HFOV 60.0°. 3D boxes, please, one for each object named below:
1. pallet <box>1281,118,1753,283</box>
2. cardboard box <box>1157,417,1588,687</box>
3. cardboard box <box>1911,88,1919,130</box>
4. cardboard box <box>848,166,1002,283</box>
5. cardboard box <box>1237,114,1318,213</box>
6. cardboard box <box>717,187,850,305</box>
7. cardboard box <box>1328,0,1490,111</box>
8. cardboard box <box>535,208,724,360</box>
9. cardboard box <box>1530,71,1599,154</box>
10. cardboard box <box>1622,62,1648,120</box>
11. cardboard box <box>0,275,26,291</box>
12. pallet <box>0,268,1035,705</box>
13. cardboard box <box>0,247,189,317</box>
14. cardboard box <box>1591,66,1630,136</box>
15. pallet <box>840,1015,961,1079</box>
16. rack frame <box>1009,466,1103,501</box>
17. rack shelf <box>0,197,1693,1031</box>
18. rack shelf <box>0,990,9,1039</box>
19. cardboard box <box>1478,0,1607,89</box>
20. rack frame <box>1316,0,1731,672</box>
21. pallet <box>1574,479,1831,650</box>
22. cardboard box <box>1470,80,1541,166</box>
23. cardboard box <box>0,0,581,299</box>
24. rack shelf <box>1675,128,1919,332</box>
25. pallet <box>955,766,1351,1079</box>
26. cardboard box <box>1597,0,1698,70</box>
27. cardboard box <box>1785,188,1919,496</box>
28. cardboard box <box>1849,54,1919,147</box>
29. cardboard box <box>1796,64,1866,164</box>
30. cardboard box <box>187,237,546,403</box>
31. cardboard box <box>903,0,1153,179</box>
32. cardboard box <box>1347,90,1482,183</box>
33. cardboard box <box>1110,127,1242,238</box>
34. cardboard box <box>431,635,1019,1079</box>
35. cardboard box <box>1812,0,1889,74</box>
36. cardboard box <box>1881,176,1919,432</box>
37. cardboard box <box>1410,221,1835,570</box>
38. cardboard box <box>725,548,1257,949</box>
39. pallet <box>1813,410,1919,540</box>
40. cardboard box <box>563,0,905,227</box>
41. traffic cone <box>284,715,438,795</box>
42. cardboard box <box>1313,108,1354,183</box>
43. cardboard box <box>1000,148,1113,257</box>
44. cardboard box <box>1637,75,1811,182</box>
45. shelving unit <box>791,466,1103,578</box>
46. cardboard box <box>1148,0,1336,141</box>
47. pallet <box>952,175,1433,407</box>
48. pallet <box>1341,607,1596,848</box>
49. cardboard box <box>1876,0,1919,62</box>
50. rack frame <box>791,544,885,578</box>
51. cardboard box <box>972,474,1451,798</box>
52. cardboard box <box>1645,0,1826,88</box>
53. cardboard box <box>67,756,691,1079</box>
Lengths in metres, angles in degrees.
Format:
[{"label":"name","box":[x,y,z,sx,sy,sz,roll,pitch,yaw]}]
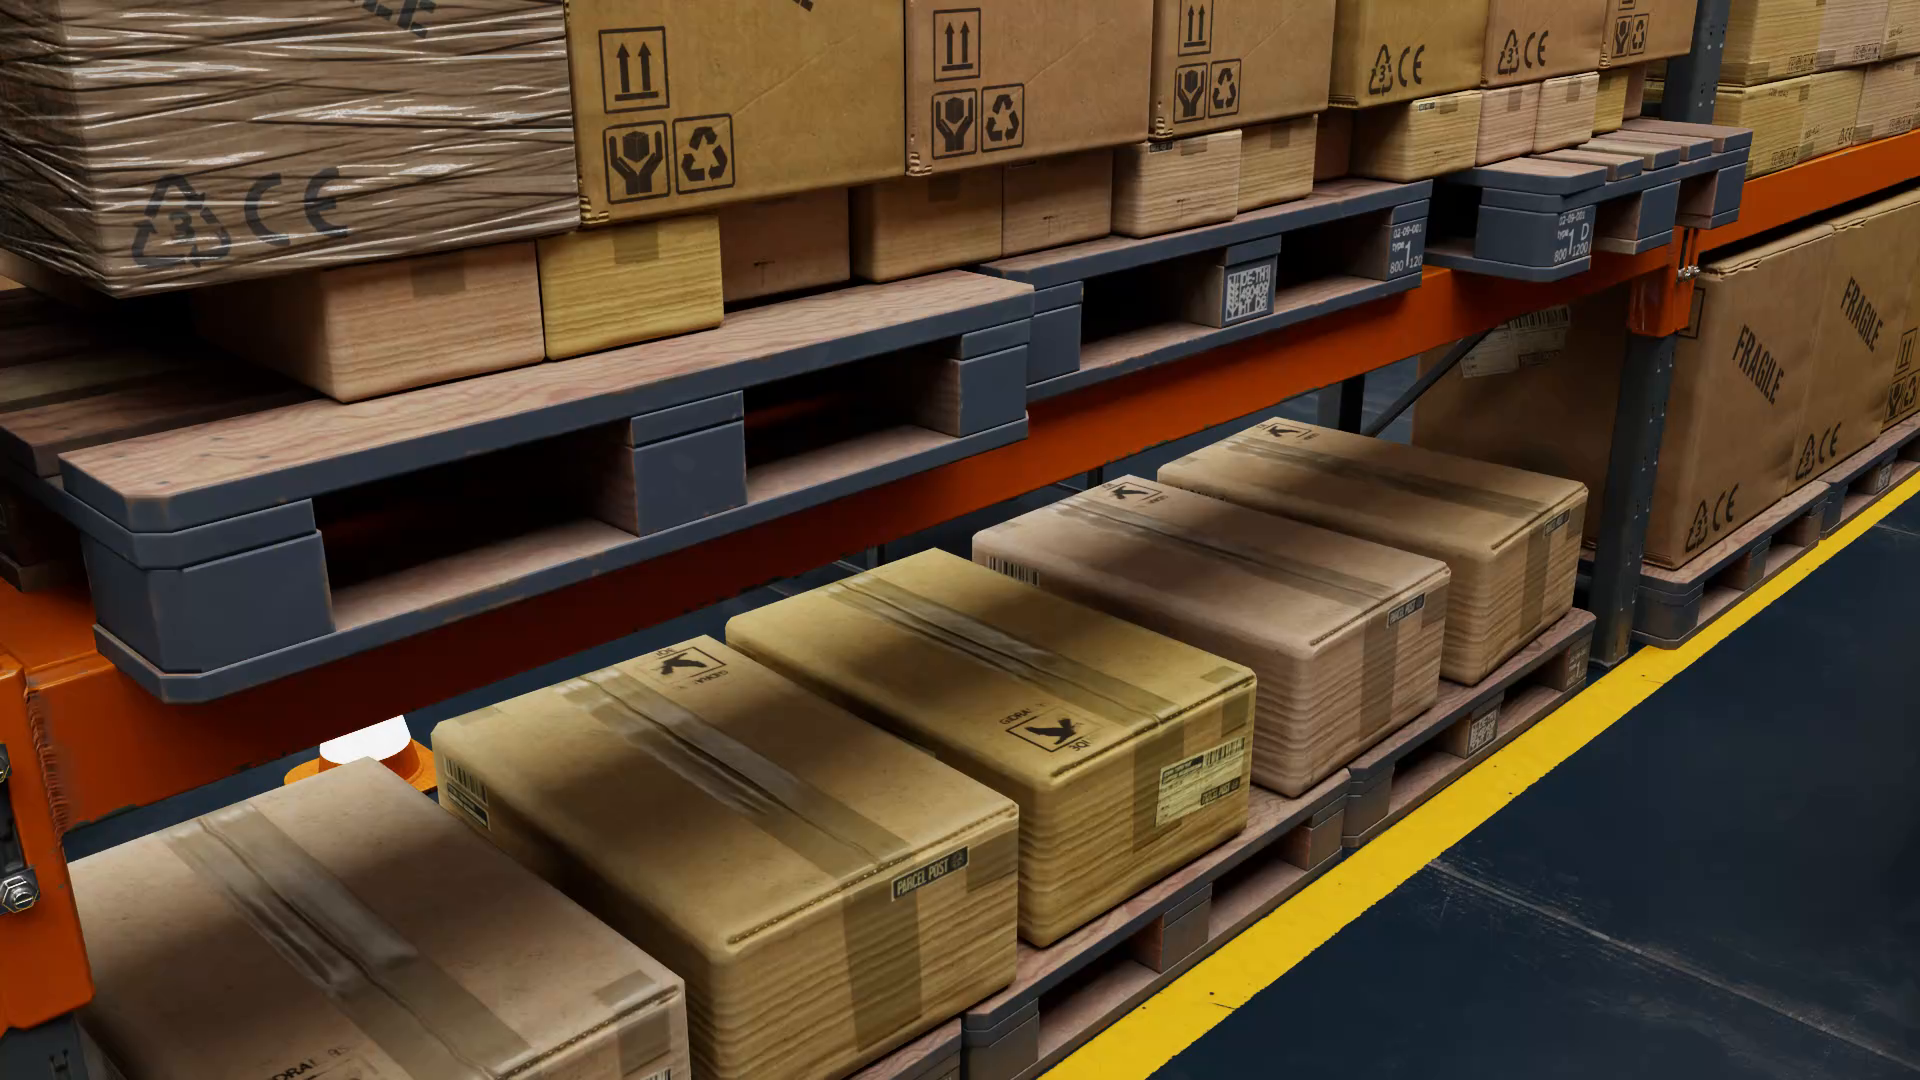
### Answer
[{"label":"pallet","box":[1.068,-0.876,3.941,1.213,0.211,1.003,19,28,41]},{"label":"cardboard box","box":[1.087,-0.002,4.477,0.950,0.372,0.625,17,27,37]},{"label":"cardboard box","box":[3.068,-1.566,5.677,0.500,0.250,0.500,19,28,41]},{"label":"cardboard box","box":[-0.157,-0.499,2.456,0.250,0.149,0.380,-20,28,-41]},{"label":"cardboard box","box":[0.404,-0.693,2.962,0.380,0.149,0.250,18,27,39]},{"label":"cardboard box","box":[-0.366,-0.443,2.312,0.250,0.149,0.380,-18,27,-39]},{"label":"cardboard box","box":[0.667,-1.105,3.130,0.500,0.500,0.500,17,27,37]},{"label":"cardboard box","box":[-0.509,-0.351,2.072,0.250,0.149,0.380,-19,28,-41]},{"label":"cardboard box","box":[1.150,-0.948,3.626,0.380,0.149,0.250,19,28,40]},{"label":"cardboard box","box":[1.428,-1.111,4.050,0.250,0.149,0.380,-19,28,-40]},{"label":"cardboard box","box":[-3.875,-0.935,6.378,1.050,0.750,0.750,19,28,41]},{"label":"pallet","box":[-0.664,-0.218,2.228,1.003,0.211,1.213,19,28,41]},{"label":"cardboard box","box":[-1.141,-0.428,2.271,0.250,0.149,0.380,-20,28,-41]},{"label":"cardboard box","box":[1.293,-1.024,3.823,0.250,0.149,0.380,-20,28,-41]},{"label":"pallet","box":[-0.760,0.954,2.799,1.003,0.211,1.213,19,28,41]},{"label":"rack frame","box":[0.295,-0.809,5.588,0.500,1.500,0.032,19,28,41]},{"label":"rack shelf","box":[0.093,-0.326,3.244,1.077,0.370,4.000,19,28,41]},{"label":"rack shelf","box":[-2.697,0.702,0.569,1.077,0.370,4.000,19,28,41]},{"label":"cardboard box","box":[1.018,-1.235,3.468,0.500,0.500,0.500,19,28,40]},{"label":"rack frame","box":[1.489,-1.176,4.453,1.000,3.000,0.127,19,28,41]},{"label":"pallet","box":[2.093,-0.058,5.431,1.003,0.211,1.213,19,28,41]},{"label":"cardboard box","box":[0.968,-0.886,3.463,0.380,0.149,0.250,18,27,38]},{"label":"cardboard box","box":[-0.769,-0.578,1.758,0.500,0.500,0.500,-19,28,-41]},{"label":"rack shelf","box":[2.884,-1.354,5.919,1.077,0.370,4.000,19,28,41]},{"label":"pallet","box":[0.091,0.638,3.619,1.003,0.211,1.213,19,28,41]},{"label":"cardboard box","box":[1.371,-1.371,3.821,0.500,0.500,0.500,18,28,39]},{"label":"cardboard box","box":[2.655,-0.765,5.760,0.875,0.875,0.875,20,29,41]},{"label":"cardboard box","box":[2.726,-1.438,5.345,0.500,0.250,0.500,-19,28,-40]},{"label":"cardboard box","box":[2.356,-1.305,4.998,0.500,0.250,0.500,18,28,39]},{"label":"cardboard box","box":[-0.690,-0.289,1.911,0.250,0.149,0.380,-20,28,-41]},{"label":"cardboard box","box":[-0.066,-0.830,2.415,0.500,0.500,0.500,19,28,40]},{"label":"cardboard box","box":[0.786,-0.811,3.269,0.250,0.149,0.380,-20,28,-41]},{"label":"cardboard box","box":[0.239,-0.617,2.765,0.250,0.149,0.380,-19,28,-40]},{"label":"cardboard box","box":[-0.439,0.562,3.009,0.625,0.372,0.950,-18,27,-39]},{"label":"cardboard box","box":[2.380,-1.540,4.913,0.500,0.250,0.500,-19,28,-41]},{"label":"cardboard box","box":[3.279,-0.995,6.358,0.875,0.875,0.875,-19,28,-40]},{"label":"cardboard box","box":[2.030,-0.537,5.166,0.875,0.875,0.875,19,28,40]},{"label":"cardboard box","box":[0.045,0.383,3.475,0.625,0.372,0.950,-19,28,-40]},{"label":"pallet","box":[2.944,-0.370,6.243,1.003,0.211,1.213,19,28,41]},{"label":"cardboard box","box":[-0.420,-0.707,2.093,0.500,0.500,0.500,19,28,41]},{"label":"traffic cone","box":[-1.440,0.367,3.973,0.336,0.463,0.334,19,28,41]},{"label":"cardboard box","box":[0.521,-0.778,3.183,0.380,0.149,0.250,20,28,41]},{"label":"cardboard box","box":[0.017,-0.562,2.621,0.380,0.149,0.250,20,28,41]},{"label":"cardboard box","box":[2.010,-1.169,4.643,0.500,0.250,0.500,19,28,40]},{"label":"shelving unit","box":[-0.059,-0.678,5.248,0.538,1.500,1.048,19,28,41]},{"label":"cardboard box","box":[0.285,-0.965,2.765,0.500,0.500,0.500,18,27,39]},{"label":"pallet","box":[0.137,-0.567,3.136,1.003,0.211,1.213,19,28,41]},{"label":"pallet","box":[0.942,0.326,4.431,1.003,0.211,1.213,19,28,41]},{"label":"cardboard box","box":[2.737,-1.665,5.238,0.500,0.250,0.500,19,28,40]},{"label":"rack frame","box":[-0.414,-0.547,4.908,0.500,1.500,0.032,19,28,41]},{"label":"cardboard box","box":[0.578,0.189,3.979,0.950,0.372,0.625,19,28,40]},{"label":"cardboard box","box":[2.019,-1.408,4.568,0.500,0.250,0.500,19,28,40]},{"label":"cardboard box","box":[-0.938,0.748,2.526,0.950,0.372,0.625,20,29,41]}]
